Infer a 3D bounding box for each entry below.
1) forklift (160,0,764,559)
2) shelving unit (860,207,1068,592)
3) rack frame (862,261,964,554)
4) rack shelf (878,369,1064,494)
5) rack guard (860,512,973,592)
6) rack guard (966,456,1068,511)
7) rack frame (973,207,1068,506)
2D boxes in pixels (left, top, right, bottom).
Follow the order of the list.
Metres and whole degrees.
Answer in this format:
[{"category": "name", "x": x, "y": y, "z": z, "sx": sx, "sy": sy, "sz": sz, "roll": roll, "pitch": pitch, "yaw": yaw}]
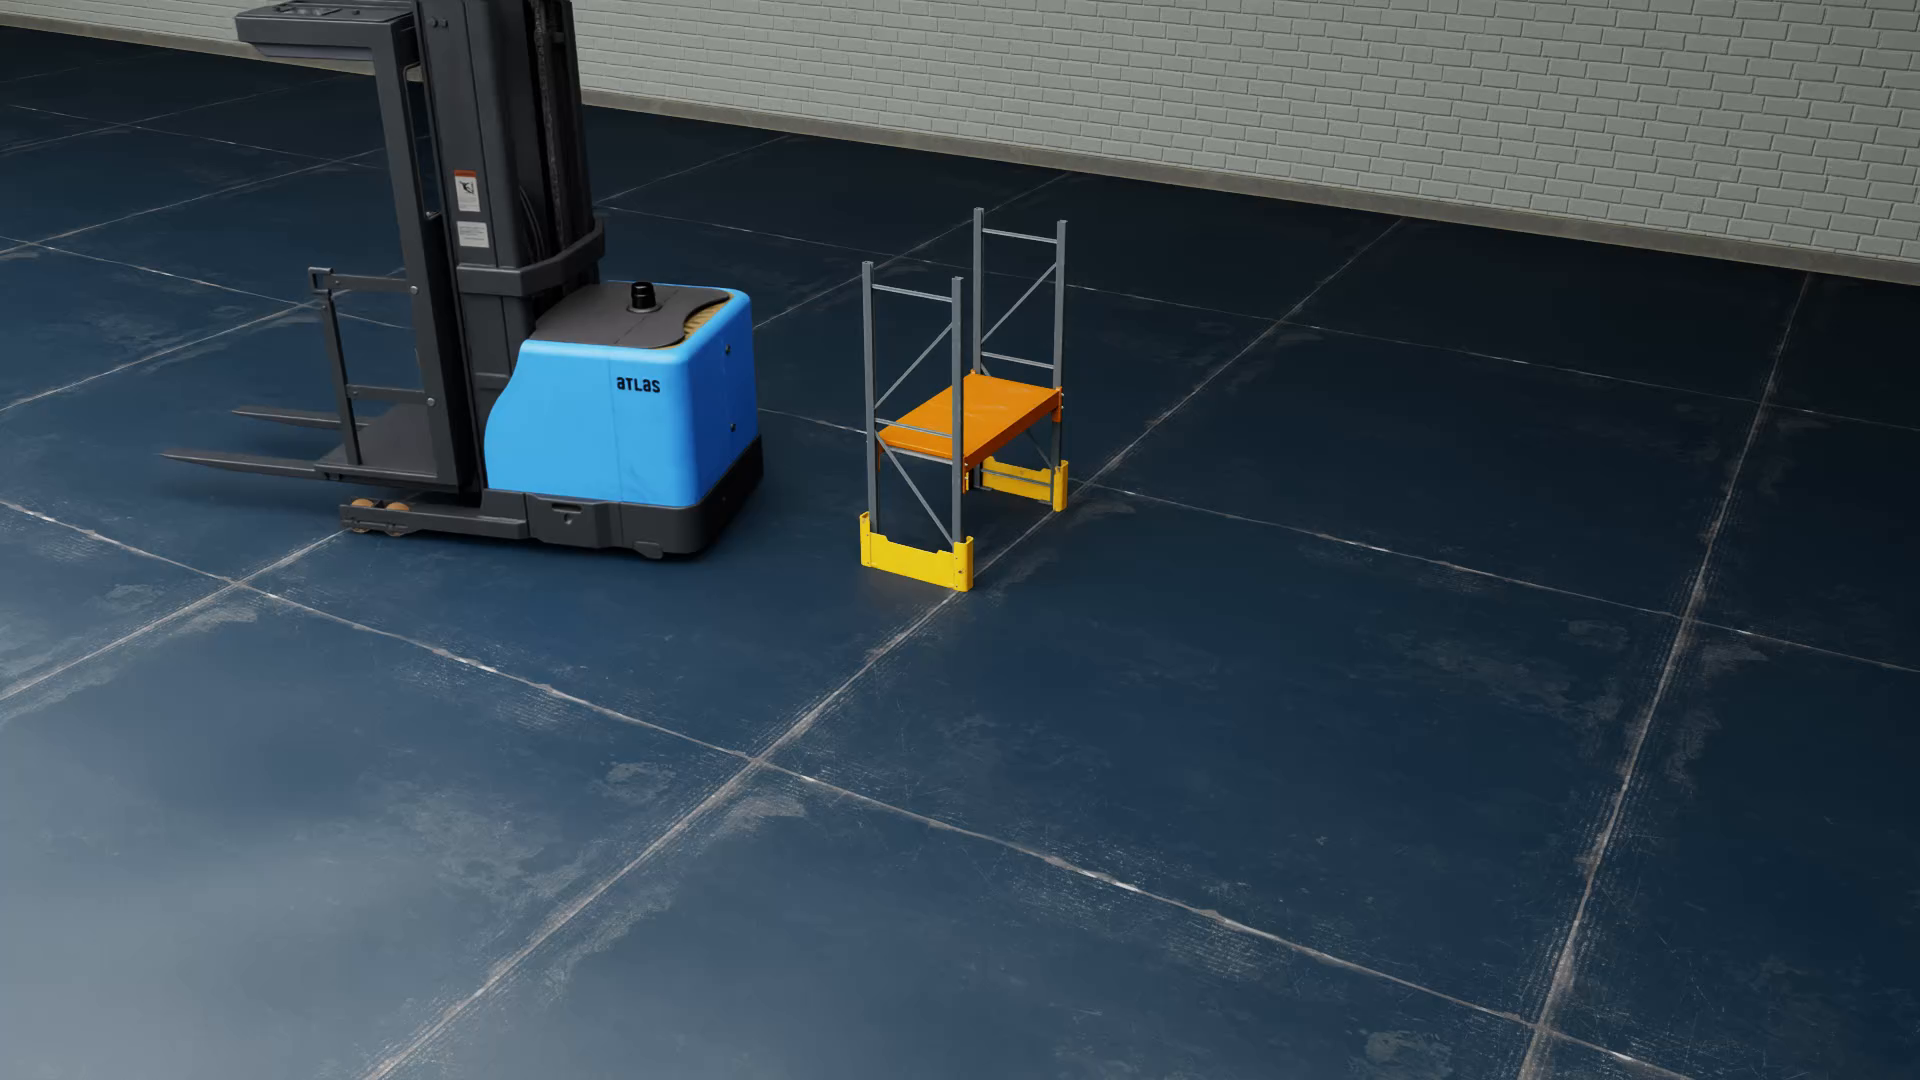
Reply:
[{"category": "forklift", "x": -2.610, "y": -1.550, "z": 8.072, "sx": 3.031, "sy": 2.935, "sz": 1.130, "roll": 6, "pitch": 27, "yaw": 11}, {"category": "shelving unit", "x": 0.038, "y": -0.700, "z": 7.974, "sx": 0.587, "sy": 1.500, "sz": 1.083, "roll": 14, "pitch": 30, "yaw": 26}, {"category": "rack frame", "x": -0.208, "y": -0.506, "z": 7.585, "sx": 0.500, "sy": 1.500, "sz": 0.032, "roll": 14, "pitch": 30, "yaw": 26}, {"category": "rack shelf", "x": 0.042, "y": -0.543, "z": 8.061, "sx": 0.538, "sy": 0.185, "sz": 1.000, "roll": 14, "pitch": 30, "yaw": 26}, {"category": "rack guard", "x": -0.207, "y": 0.053, "z": 7.866, "sx": 0.587, "sy": 0.250, "sz": 0.087, "roll": 14, "pitch": 30, "yaw": 26}, {"category": "rack guard", "x": 0.283, "y": -0.336, "z": 8.641, "sx": 0.587, "sy": 0.250, "sz": 0.087, "roll": 14, "pitch": 30, "yaw": 26}, {"category": "rack frame", "x": 0.292, "y": -0.902, "z": 8.376, "sx": 0.500, "sy": 1.500, "sz": 0.032, "roll": 14, "pitch": 30, "yaw": 26}]
